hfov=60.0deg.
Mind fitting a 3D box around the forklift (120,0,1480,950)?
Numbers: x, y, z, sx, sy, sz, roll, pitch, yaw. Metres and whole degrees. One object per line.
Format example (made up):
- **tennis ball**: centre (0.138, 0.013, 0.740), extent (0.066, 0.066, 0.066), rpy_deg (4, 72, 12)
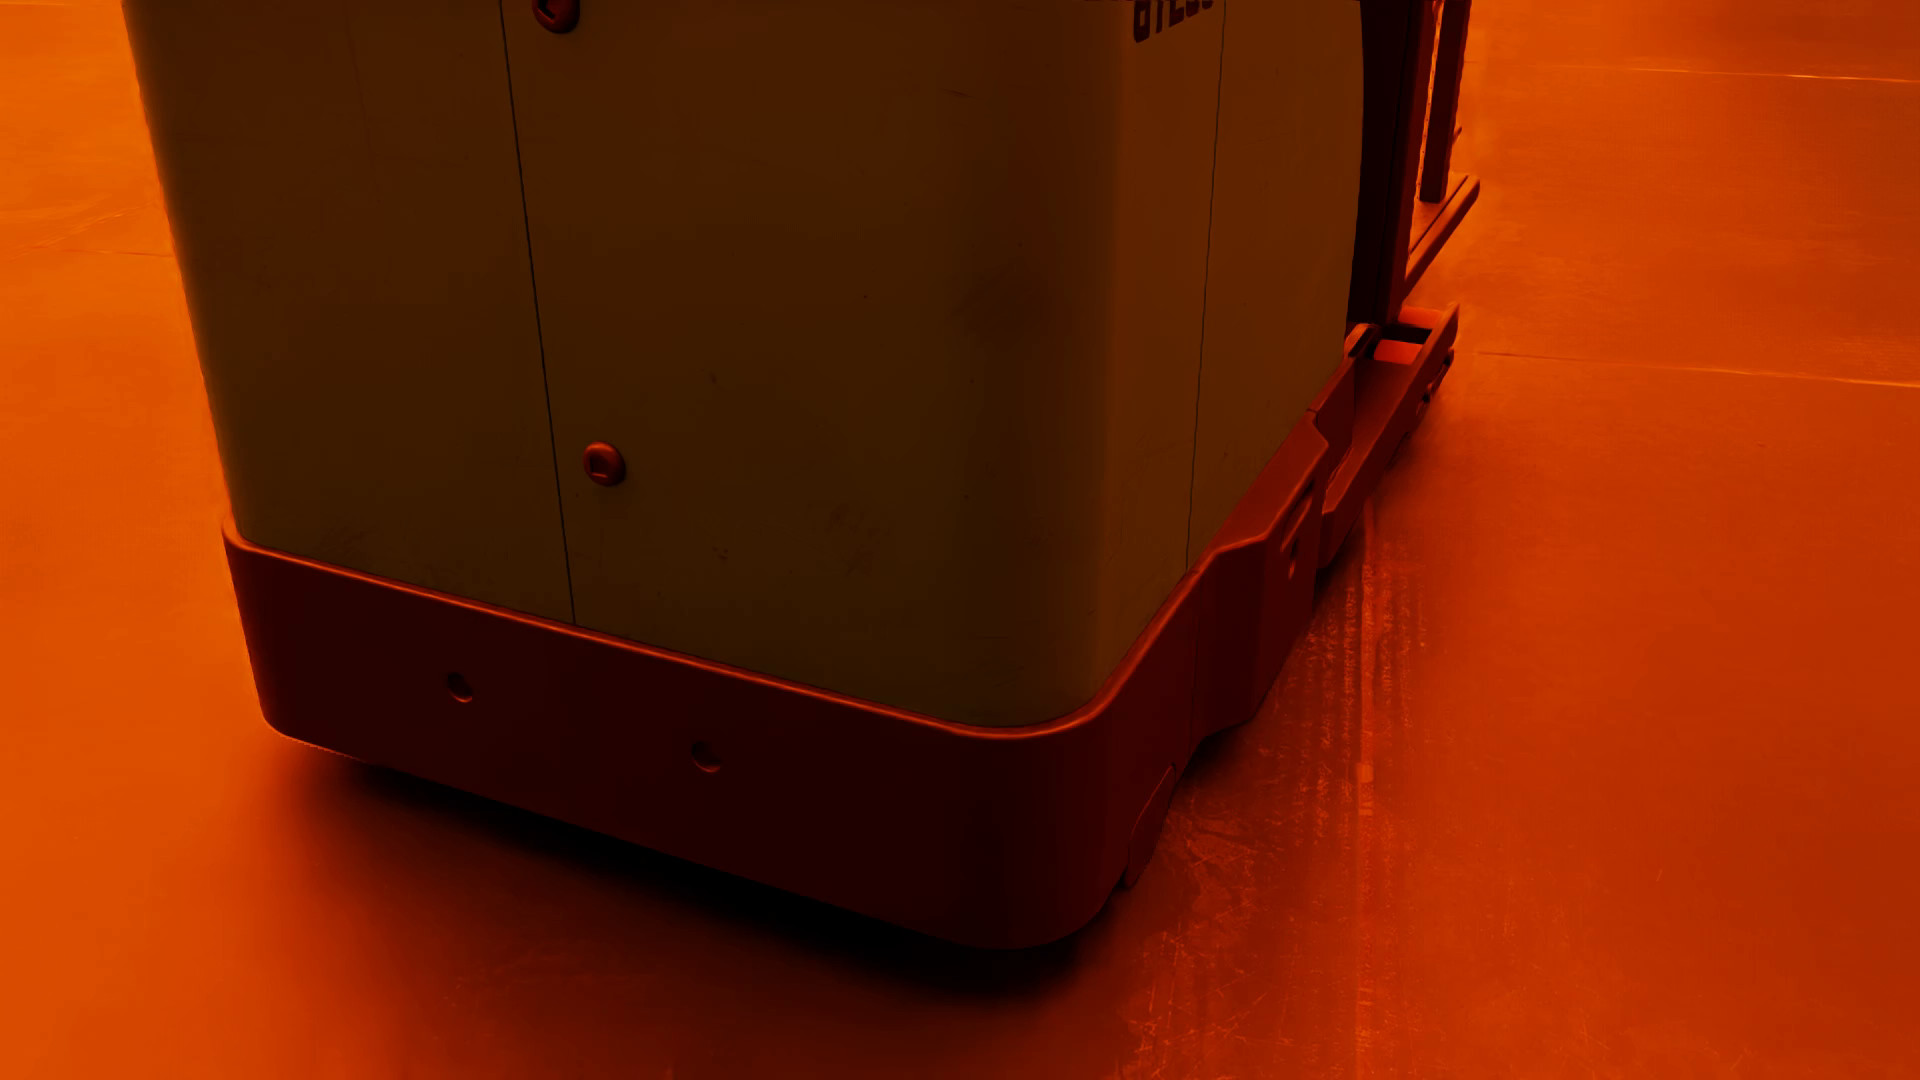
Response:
- **forklift**: centre (0.254, -1.559, 2.336), extent (1.130, 2.935, 3.031), rpy_deg (12, 29, 22)
